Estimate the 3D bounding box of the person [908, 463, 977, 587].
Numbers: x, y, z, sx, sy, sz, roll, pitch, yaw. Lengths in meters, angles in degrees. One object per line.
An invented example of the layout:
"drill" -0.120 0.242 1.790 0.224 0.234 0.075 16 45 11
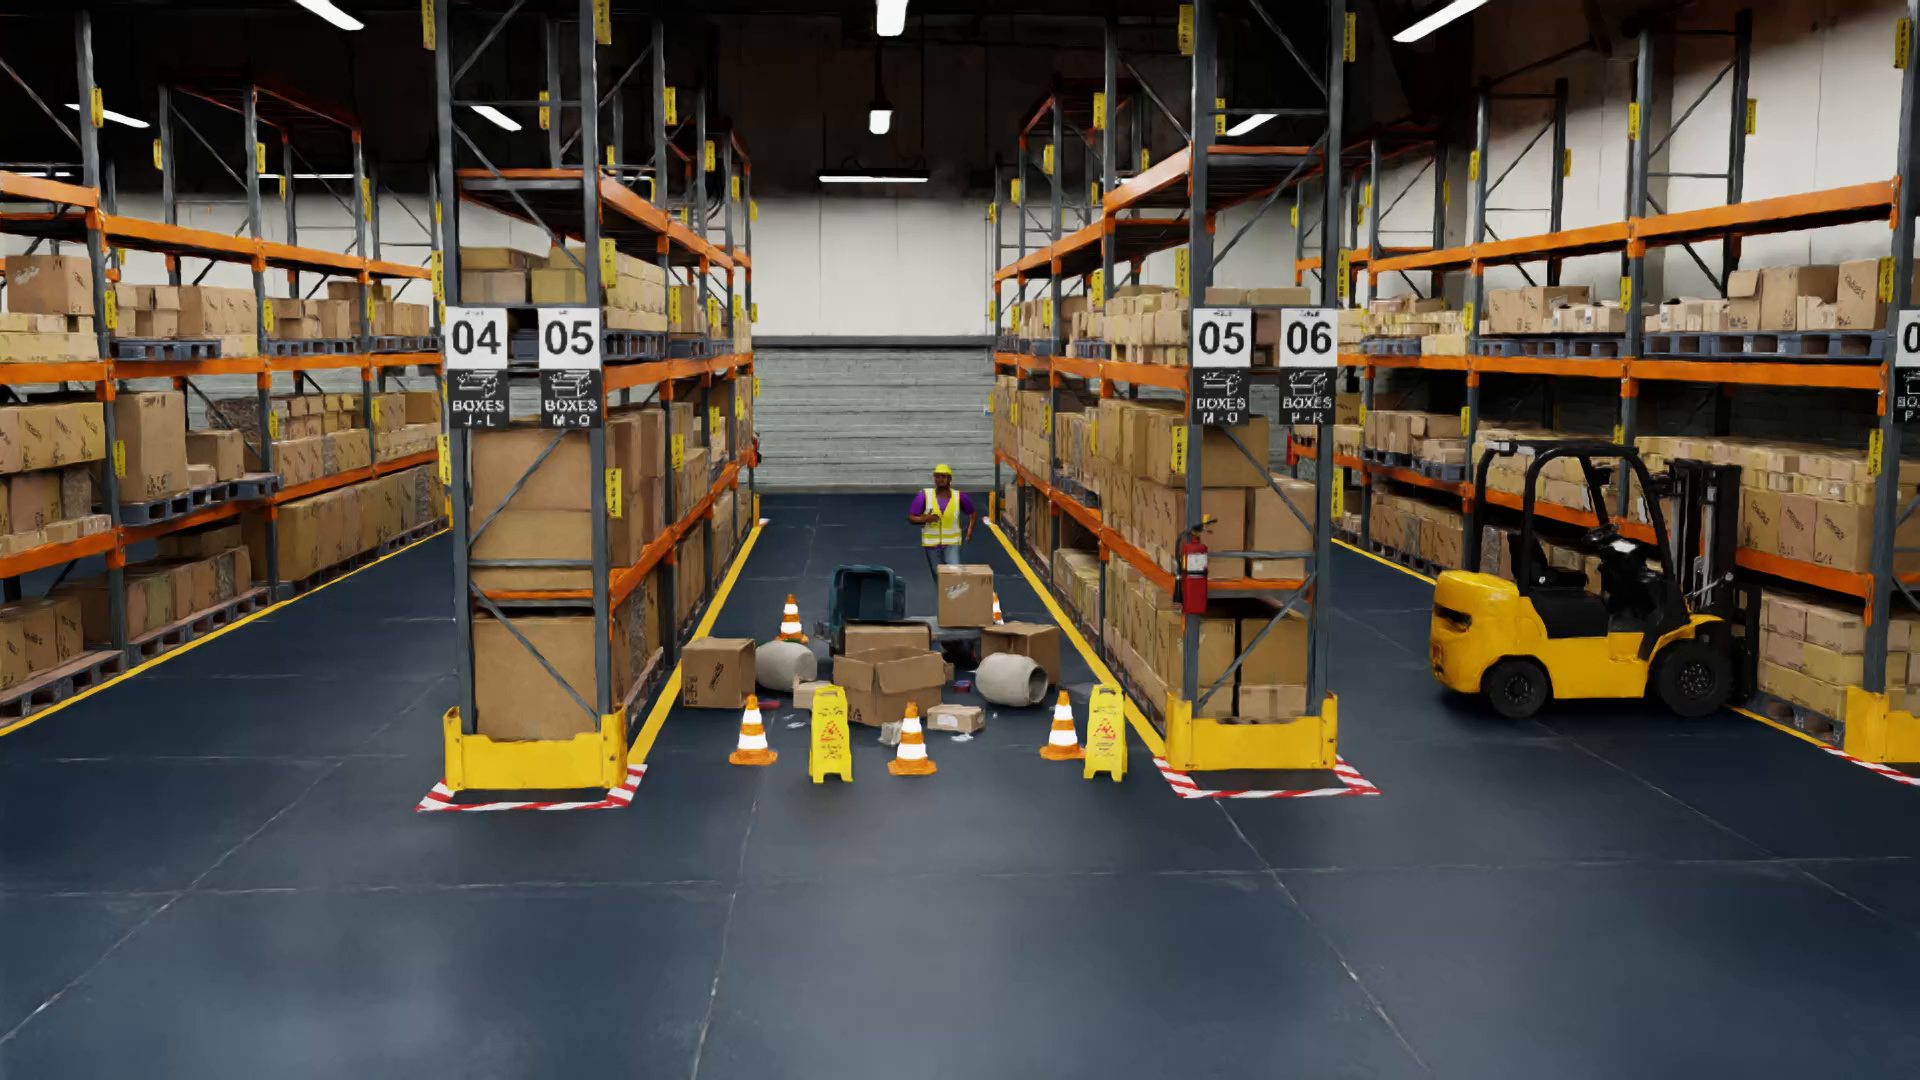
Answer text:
"person" -0.210 0.063 17.532 0.698 1.725 0.861 1 7 7
